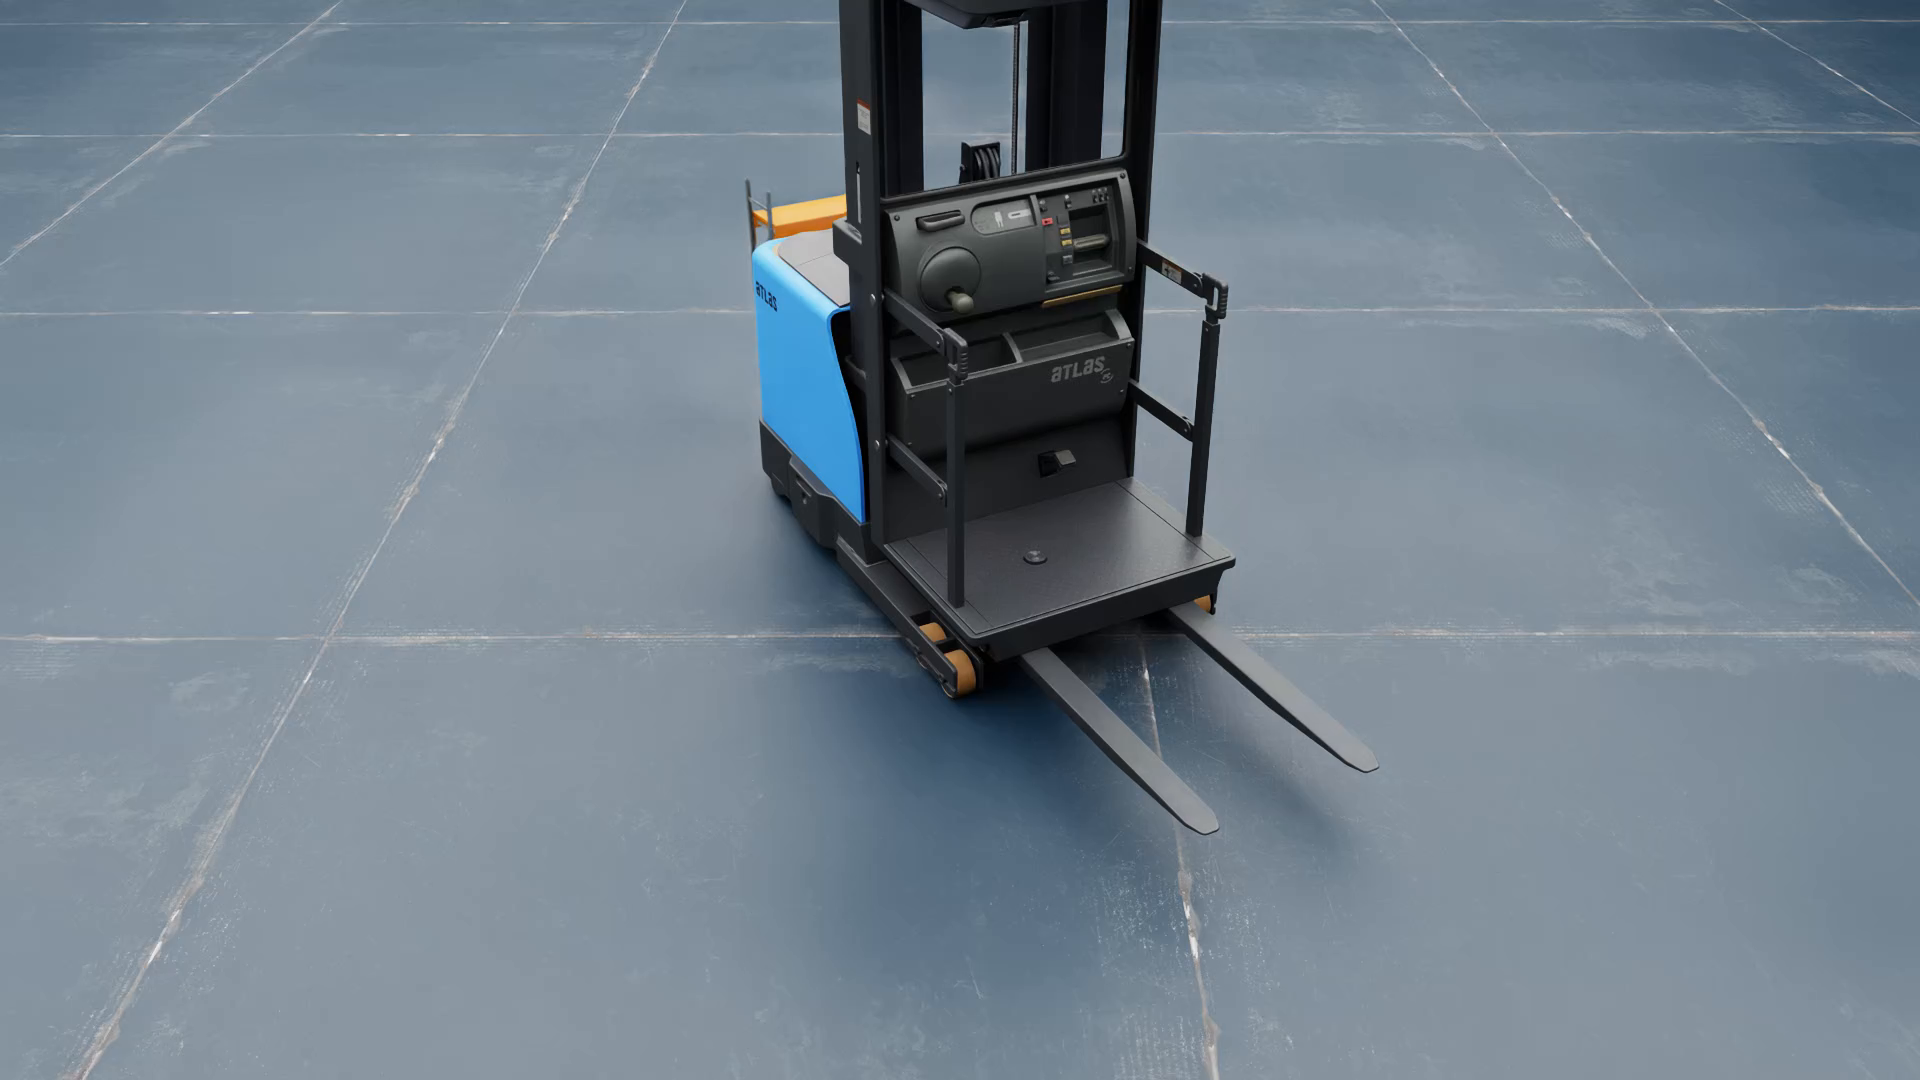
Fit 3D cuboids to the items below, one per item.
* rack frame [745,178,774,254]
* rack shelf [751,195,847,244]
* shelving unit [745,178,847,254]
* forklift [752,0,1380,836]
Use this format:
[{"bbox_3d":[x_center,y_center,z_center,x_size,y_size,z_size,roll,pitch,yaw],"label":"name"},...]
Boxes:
[{"bbox_3d":[-0.813,-0.926,7.103,0.015,1.200,0.240,-16,31,-24],"label":"rack frame"},{"bbox_3d":[-0.612,-1.334,7.020,0.480,0.148,0.258,-16,31,-24],"label":"rack shelf"},{"bbox_3d":[-0.599,-0.987,7.204,0.503,1.200,0.258,-16,31,-24],"label":"shelving unit"},{"bbox_3d":[0.295,-0.969,5.521,1.130,2.935,3.031,-16,35,-24],"label":"forklift"}]
